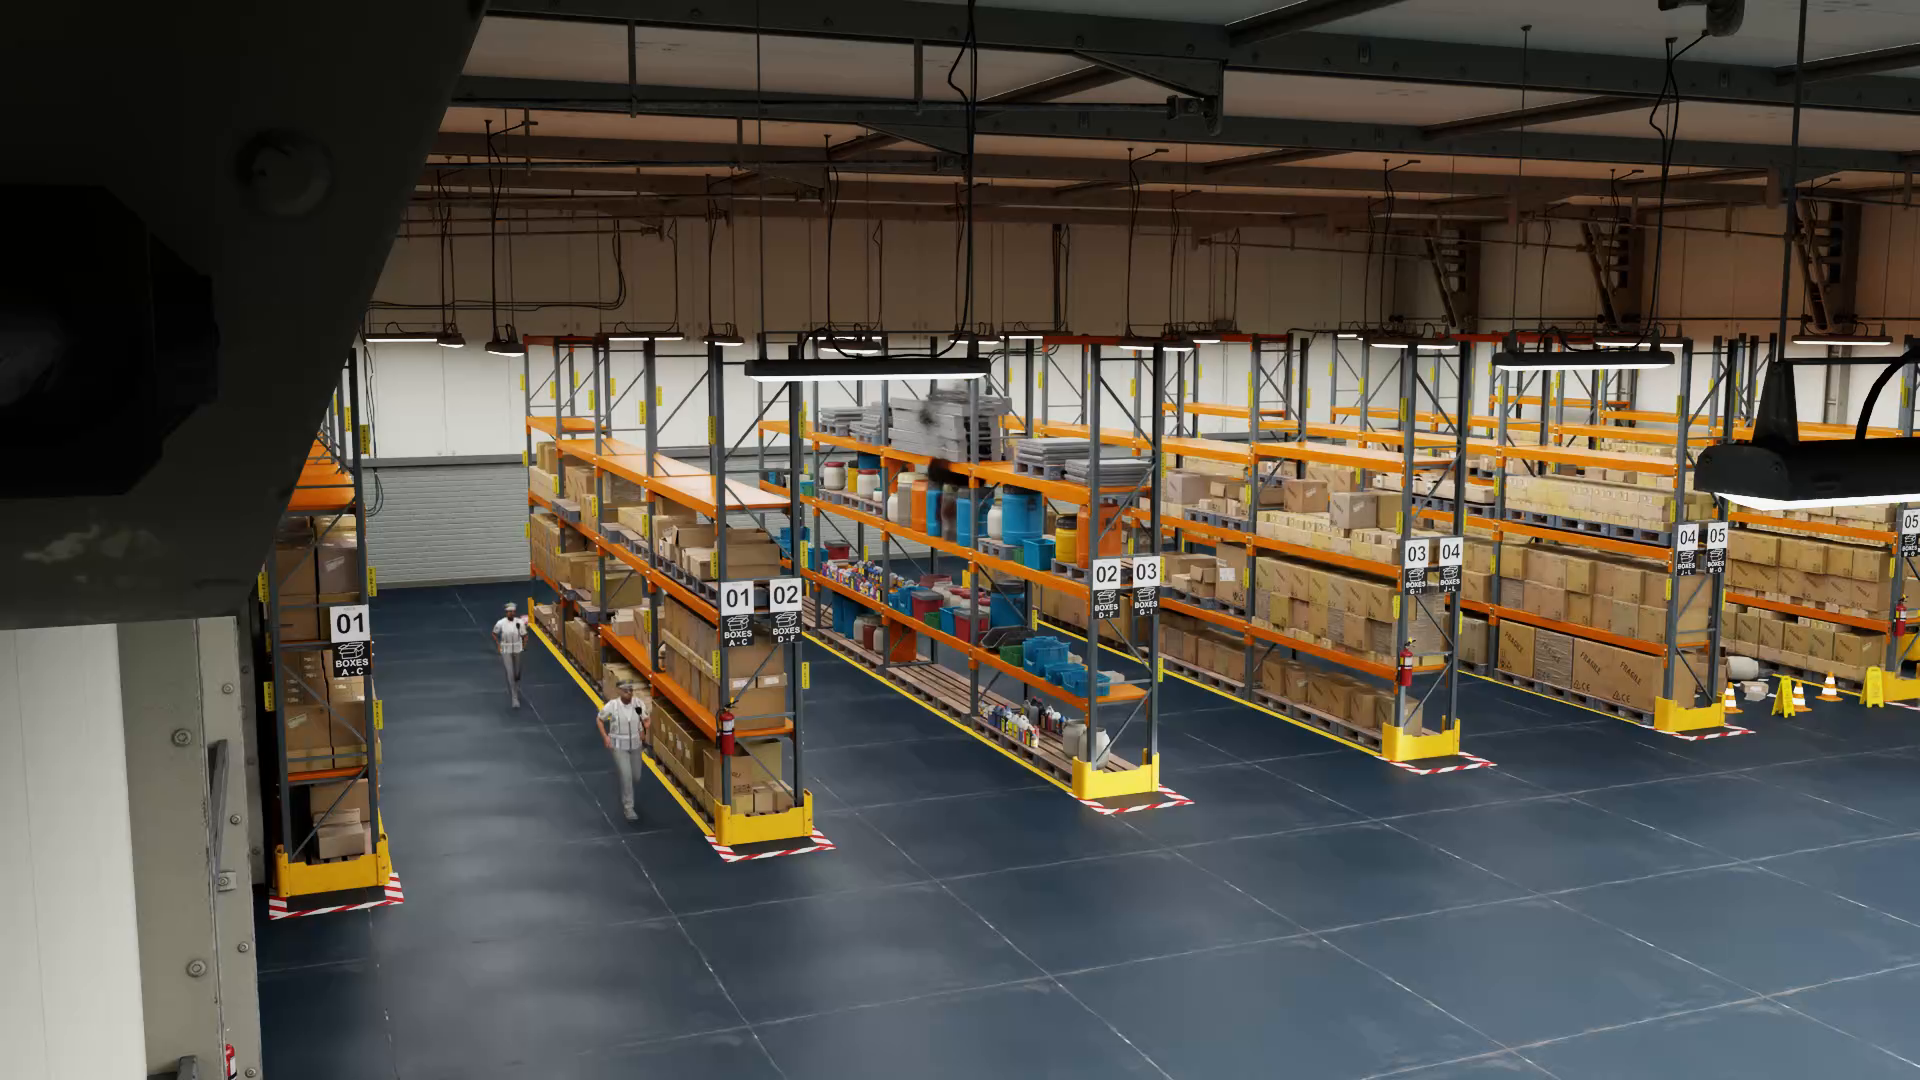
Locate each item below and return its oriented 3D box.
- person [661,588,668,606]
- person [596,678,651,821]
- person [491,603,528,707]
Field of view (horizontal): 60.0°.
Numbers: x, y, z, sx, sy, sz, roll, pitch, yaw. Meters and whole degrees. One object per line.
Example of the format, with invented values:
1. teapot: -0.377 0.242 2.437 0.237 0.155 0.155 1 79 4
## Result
1. person: -6.357 0.895 34.697 0.642 1.767 0.730 -7 10 -41
2. person: -4.281 2.626 21.306 0.684 1.774 0.858 -4 9 -29
3. person: -7.416 1.865 27.488 0.579 1.698 0.819 -3 8 -25
